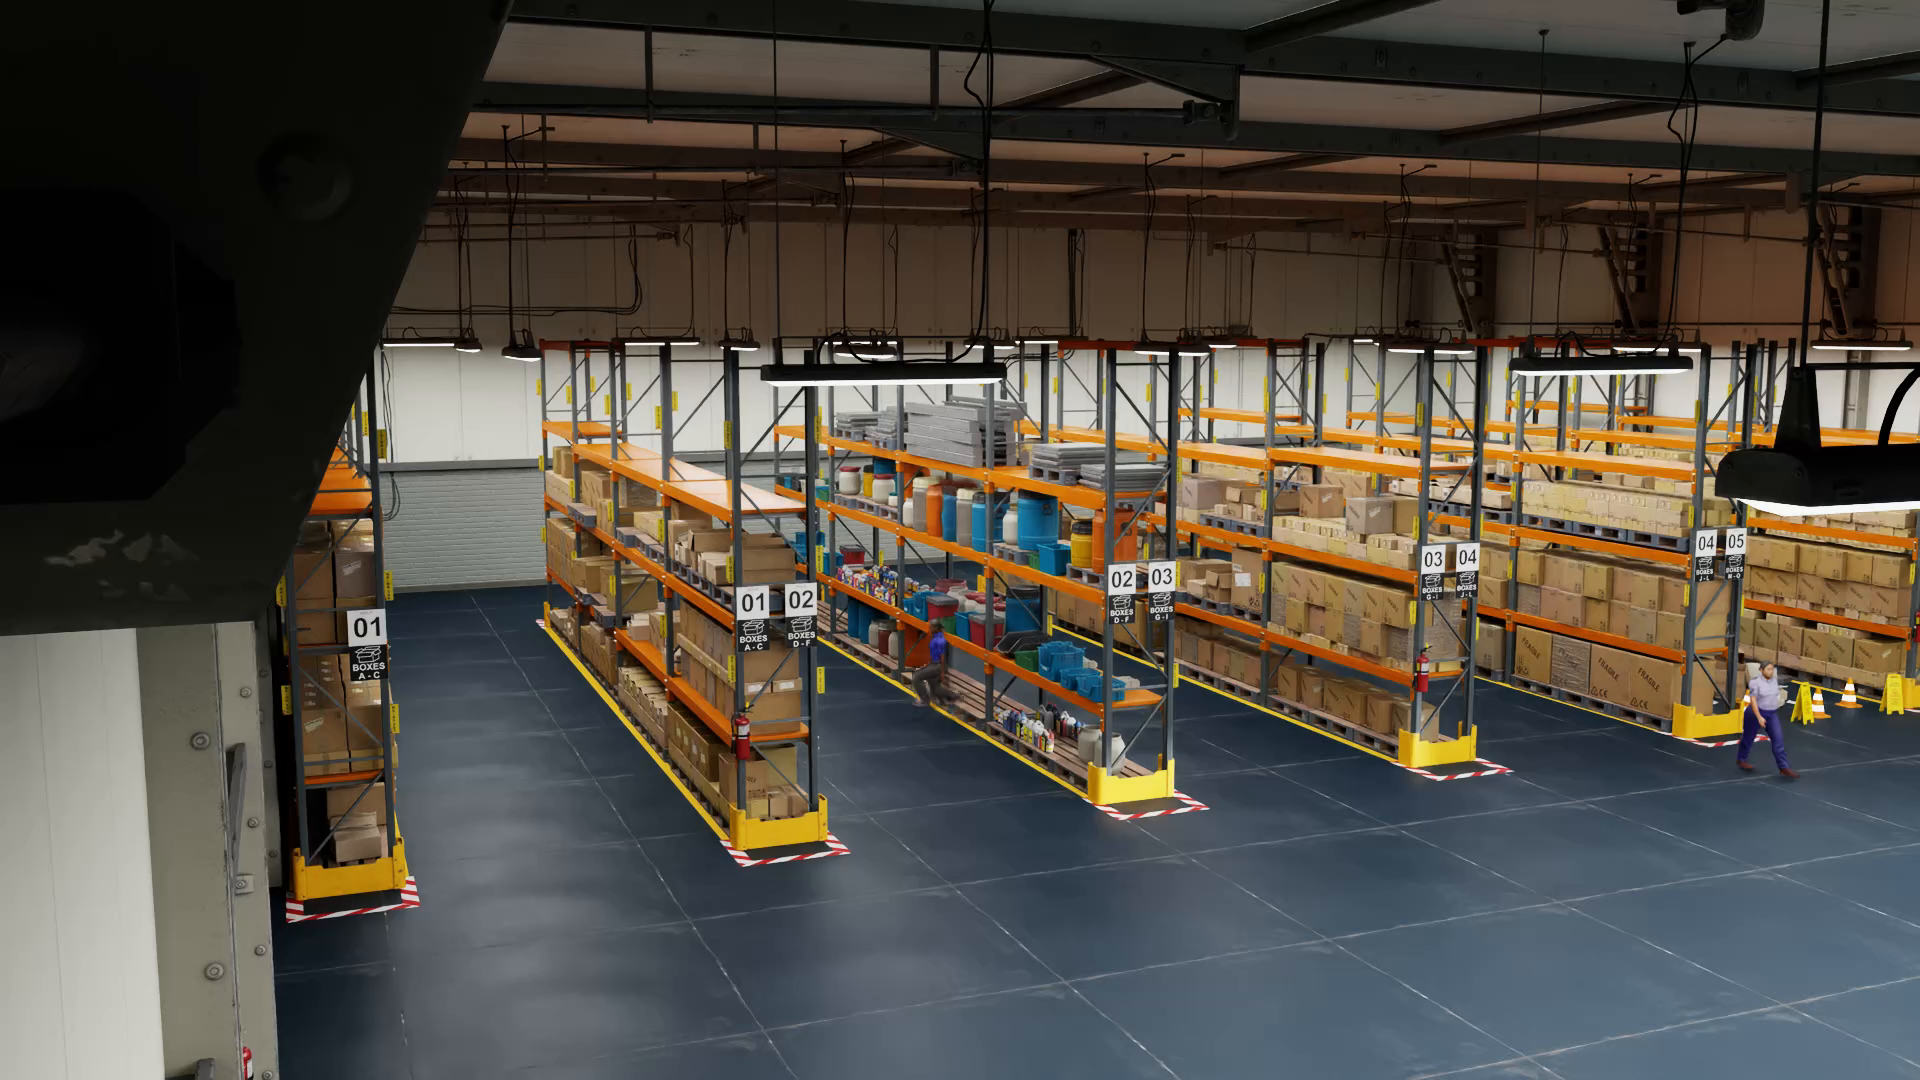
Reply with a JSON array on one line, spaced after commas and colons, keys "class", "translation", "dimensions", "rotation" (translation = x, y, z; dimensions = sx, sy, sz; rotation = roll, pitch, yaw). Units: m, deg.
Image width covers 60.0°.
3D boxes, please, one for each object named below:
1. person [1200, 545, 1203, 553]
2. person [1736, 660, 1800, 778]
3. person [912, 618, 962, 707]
[{"class": "person", "translation": [6.389, -0.396, 44.849], "dimensions": [0.652, 1.778, 0.526], "rotation": [-6, 10, -39]}, {"class": "person", "translation": [11.332, 2.485, 23.349], "dimensions": [0.514, 1.603, 0.922], "rotation": [-1, 8, -11]}, {"class": "person", "translation": [-0.365, 1.938, 26.411], "dimensions": [0.818, 1.403, 0.483], "rotation": [-1, 7, -5]}]
